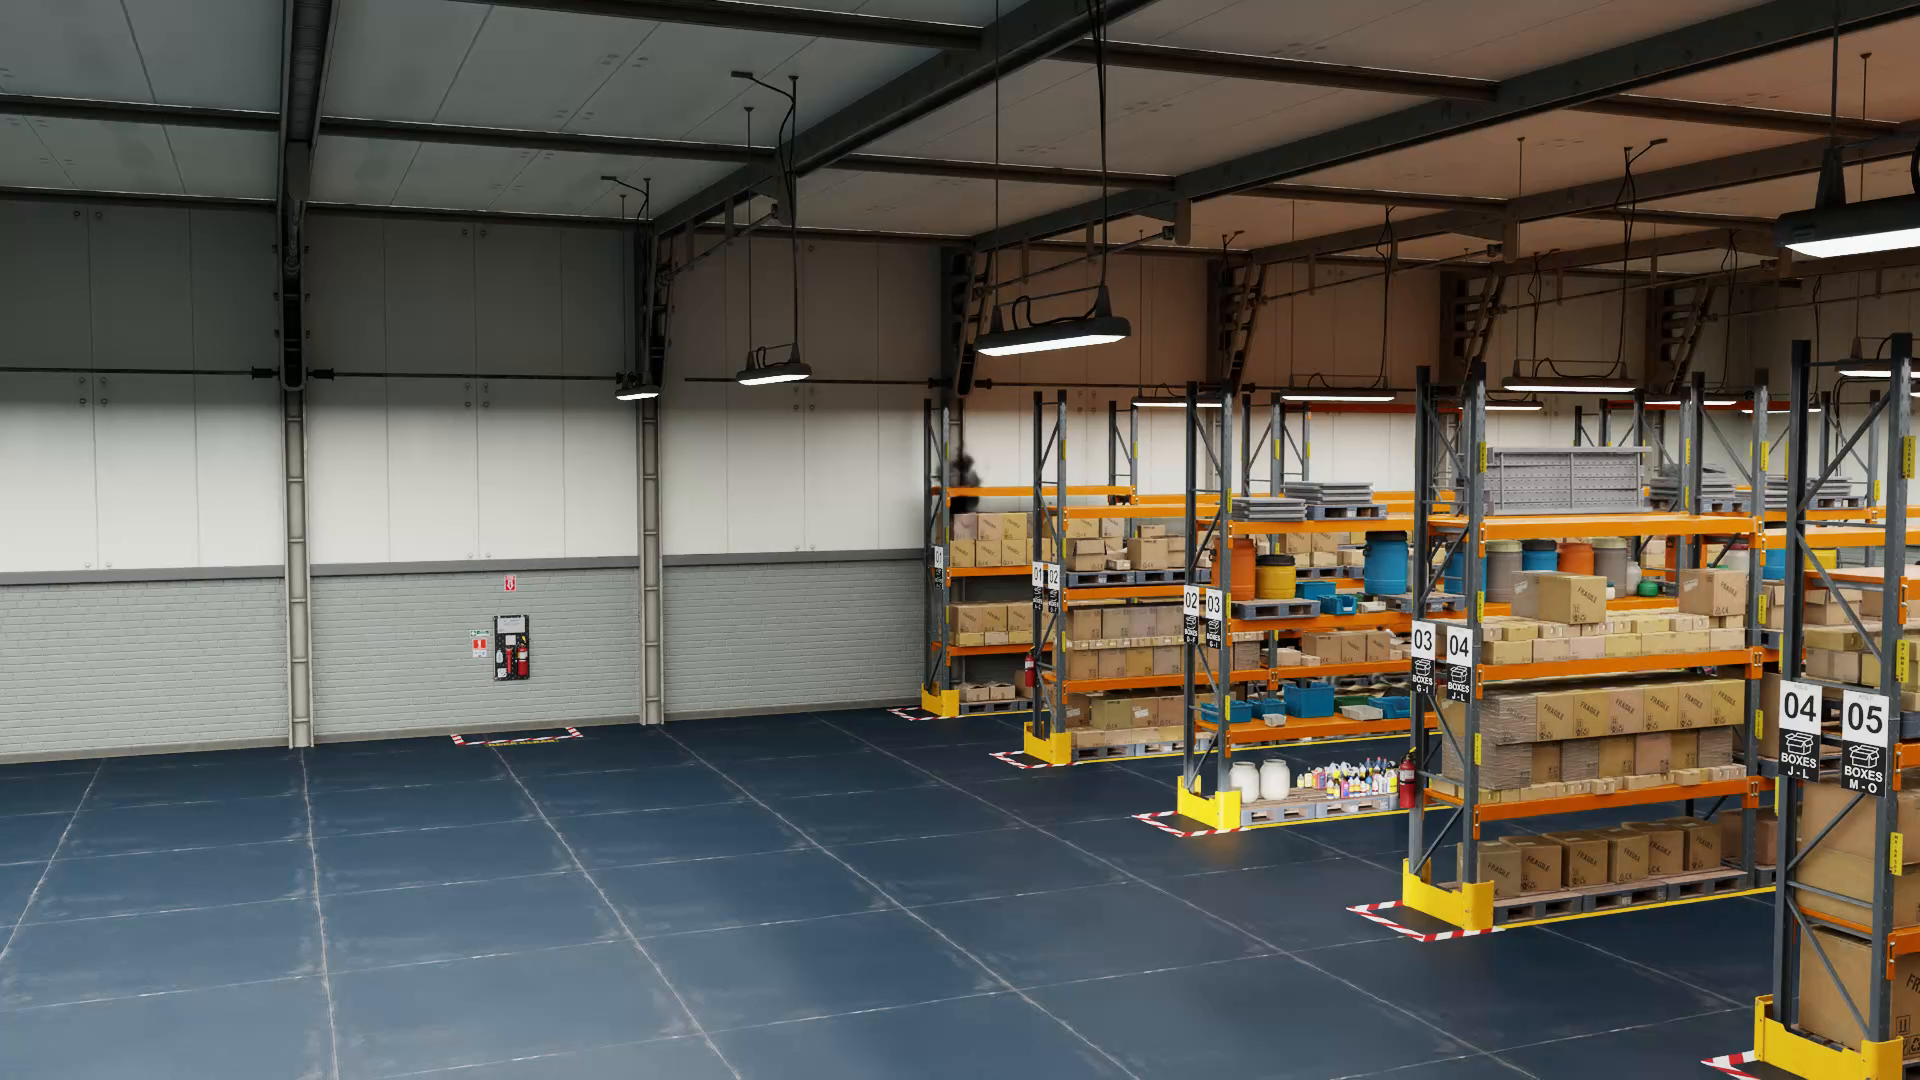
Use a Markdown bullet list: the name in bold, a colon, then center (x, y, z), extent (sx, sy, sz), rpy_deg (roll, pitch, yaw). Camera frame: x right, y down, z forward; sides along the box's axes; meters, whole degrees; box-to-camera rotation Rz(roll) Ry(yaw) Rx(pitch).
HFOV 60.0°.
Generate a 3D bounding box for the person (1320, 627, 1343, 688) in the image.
- **person**: center (7.150, 2.468, 31.838), extent (0.514, 1.643, 0.545), rpy_deg (-2, 4, -28)

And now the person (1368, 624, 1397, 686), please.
- **person**: center (8.287, 2.361, 32.764), extent (0.857, 1.755, 0.697), rpy_deg (-2, 4, -31)

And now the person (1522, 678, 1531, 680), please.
- **person**: center (8.878, 2.700, 26.702), extent (1.042, 1.771, 0.690), rpy_deg (-1, 4, -24)
